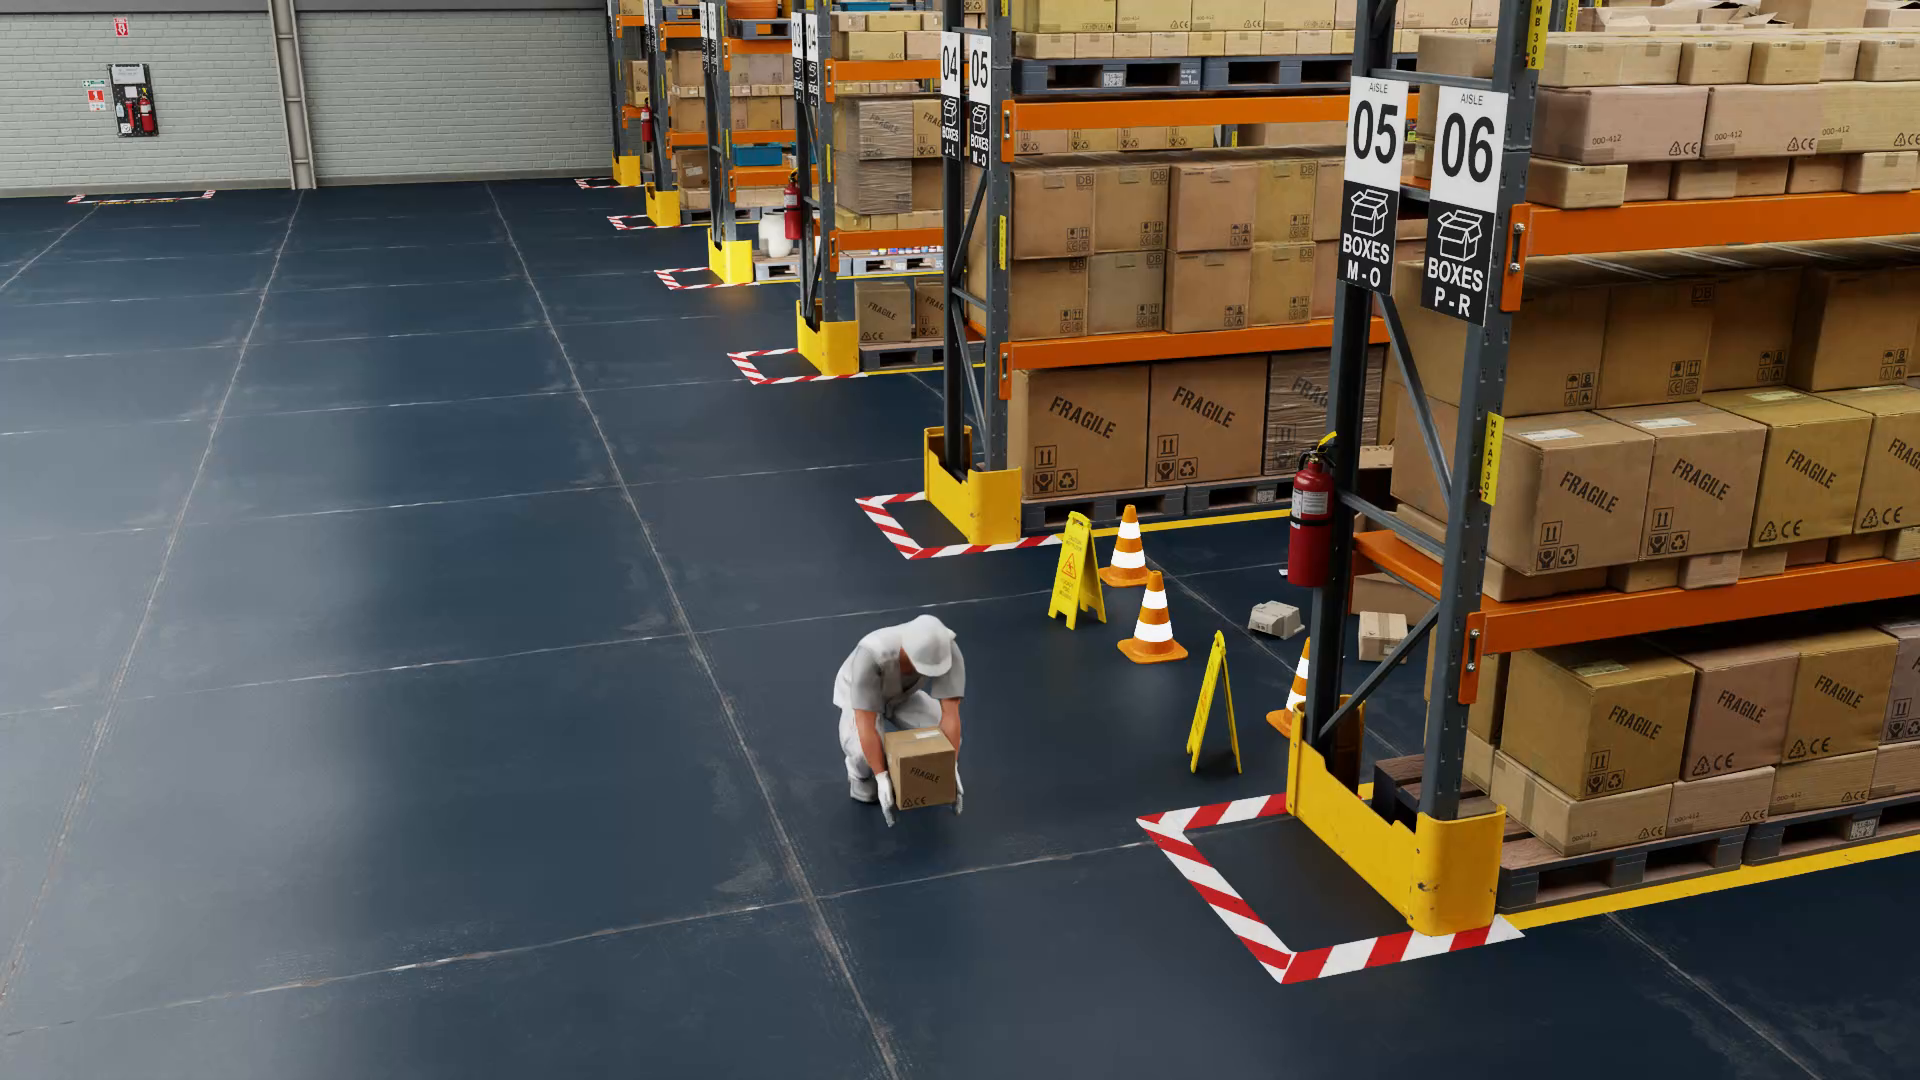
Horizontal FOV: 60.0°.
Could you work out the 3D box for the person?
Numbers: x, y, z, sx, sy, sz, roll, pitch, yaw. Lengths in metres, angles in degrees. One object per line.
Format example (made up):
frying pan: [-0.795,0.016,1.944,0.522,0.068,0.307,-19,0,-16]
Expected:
person: [-0.265,0.724,7.421,0.553,0.994,0.878,-6,20,-18]
